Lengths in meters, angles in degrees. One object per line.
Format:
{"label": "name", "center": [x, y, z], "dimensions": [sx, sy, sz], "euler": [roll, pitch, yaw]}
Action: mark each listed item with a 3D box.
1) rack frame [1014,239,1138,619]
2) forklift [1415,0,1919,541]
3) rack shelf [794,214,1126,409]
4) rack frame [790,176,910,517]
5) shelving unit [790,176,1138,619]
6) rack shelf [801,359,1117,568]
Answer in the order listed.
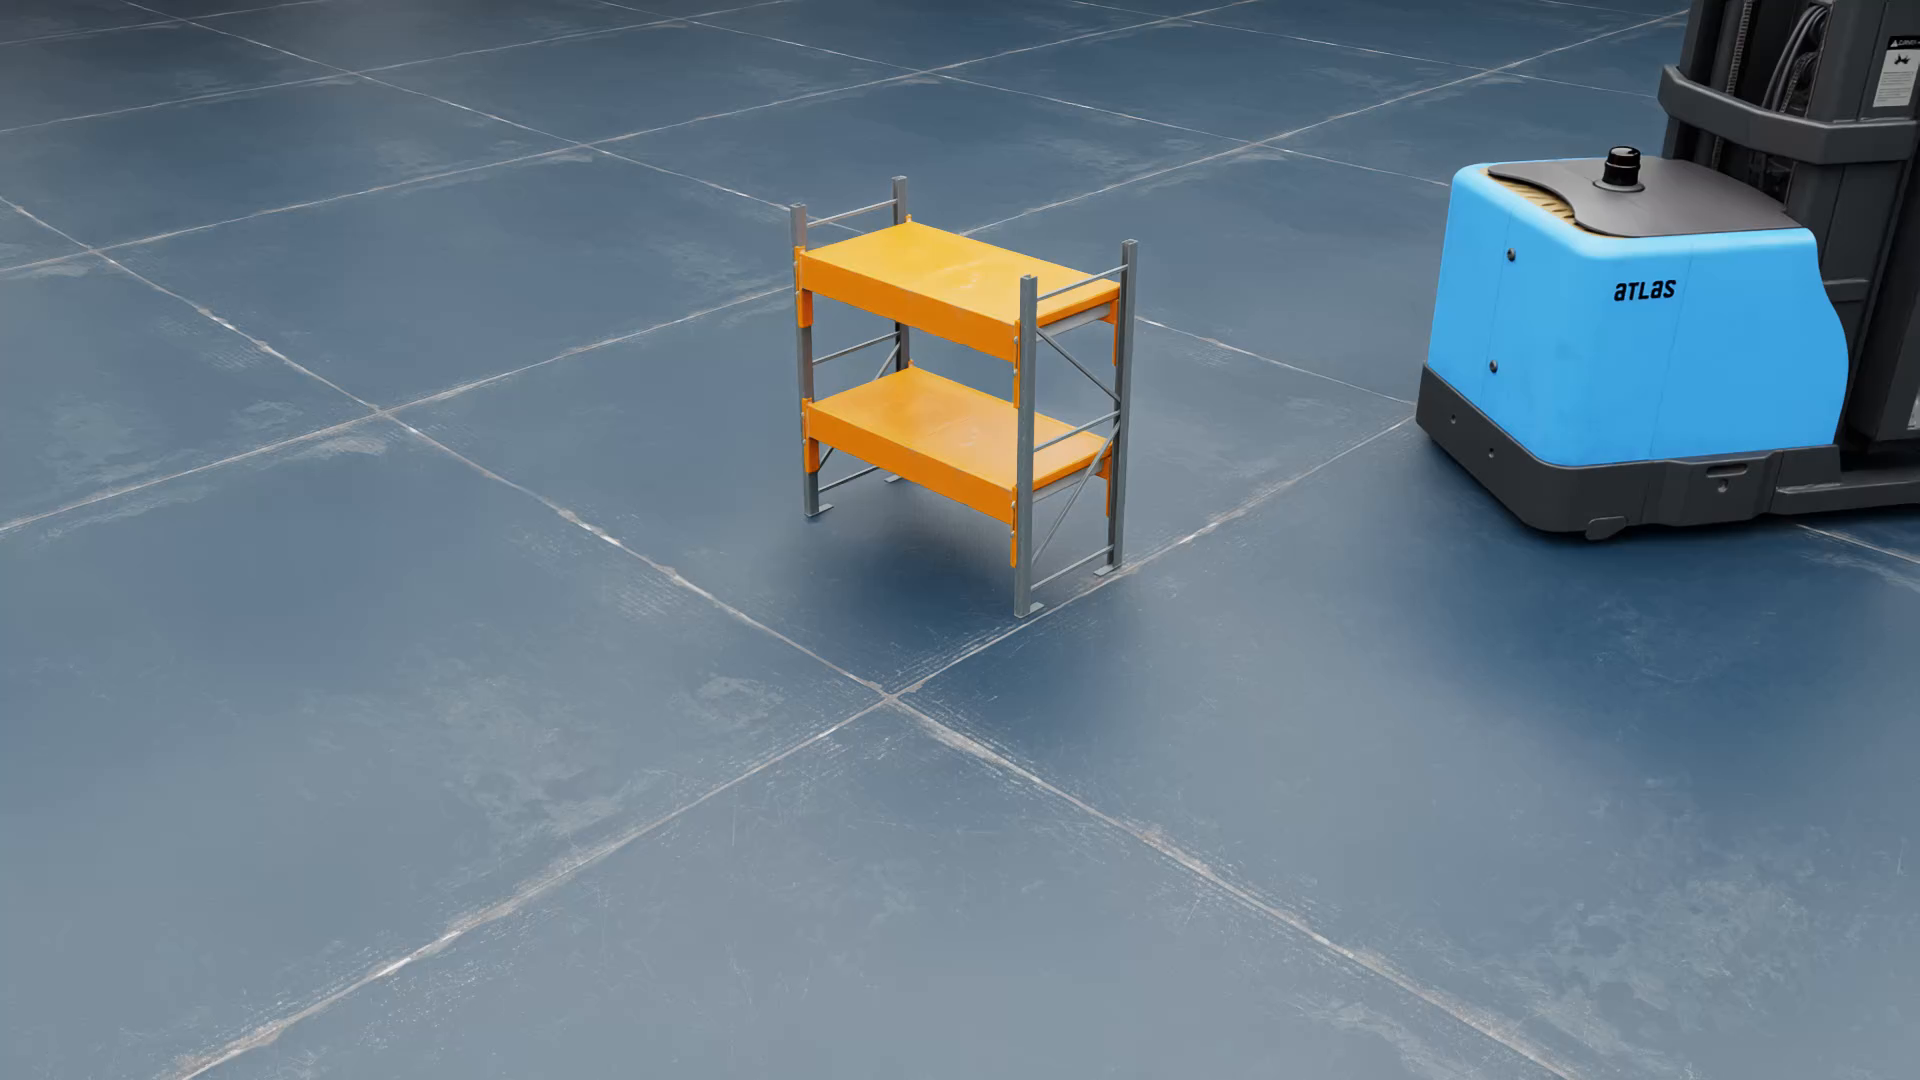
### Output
{"label": "rack frame", "center": [0.358, -0.334, 5.177], "dimensions": [0.032, 1.125, 0.500], "euler": [25, 36, 38]}
{"label": "forklift", "center": [3.341, -1.623, 5.688], "dimensions": [3.031, 2.935, 1.130], "euler": [-5, 28, -10]}
{"label": "rack shelf", "center": [-0.005, -0.759, 5.356], "dimensions": [1.000, 0.278, 0.538], "euler": [25, 36, 38]}
{"label": "rack frame", "center": [-0.367, -0.666, 5.808], "dimensions": [0.032, 1.125, 0.500], "euler": [25, 36, 38]}
{"label": "shelving unit", "center": [-0.005, -0.500, 5.492], "dimensions": [1.048, 1.125, 0.538], "euler": [25, 36, 38]}
{"label": "rack shelf", "center": [-0.005, -0.284, 5.606], "dimensions": [1.000, 0.278, 0.538], "euler": [25, 36, 38]}
